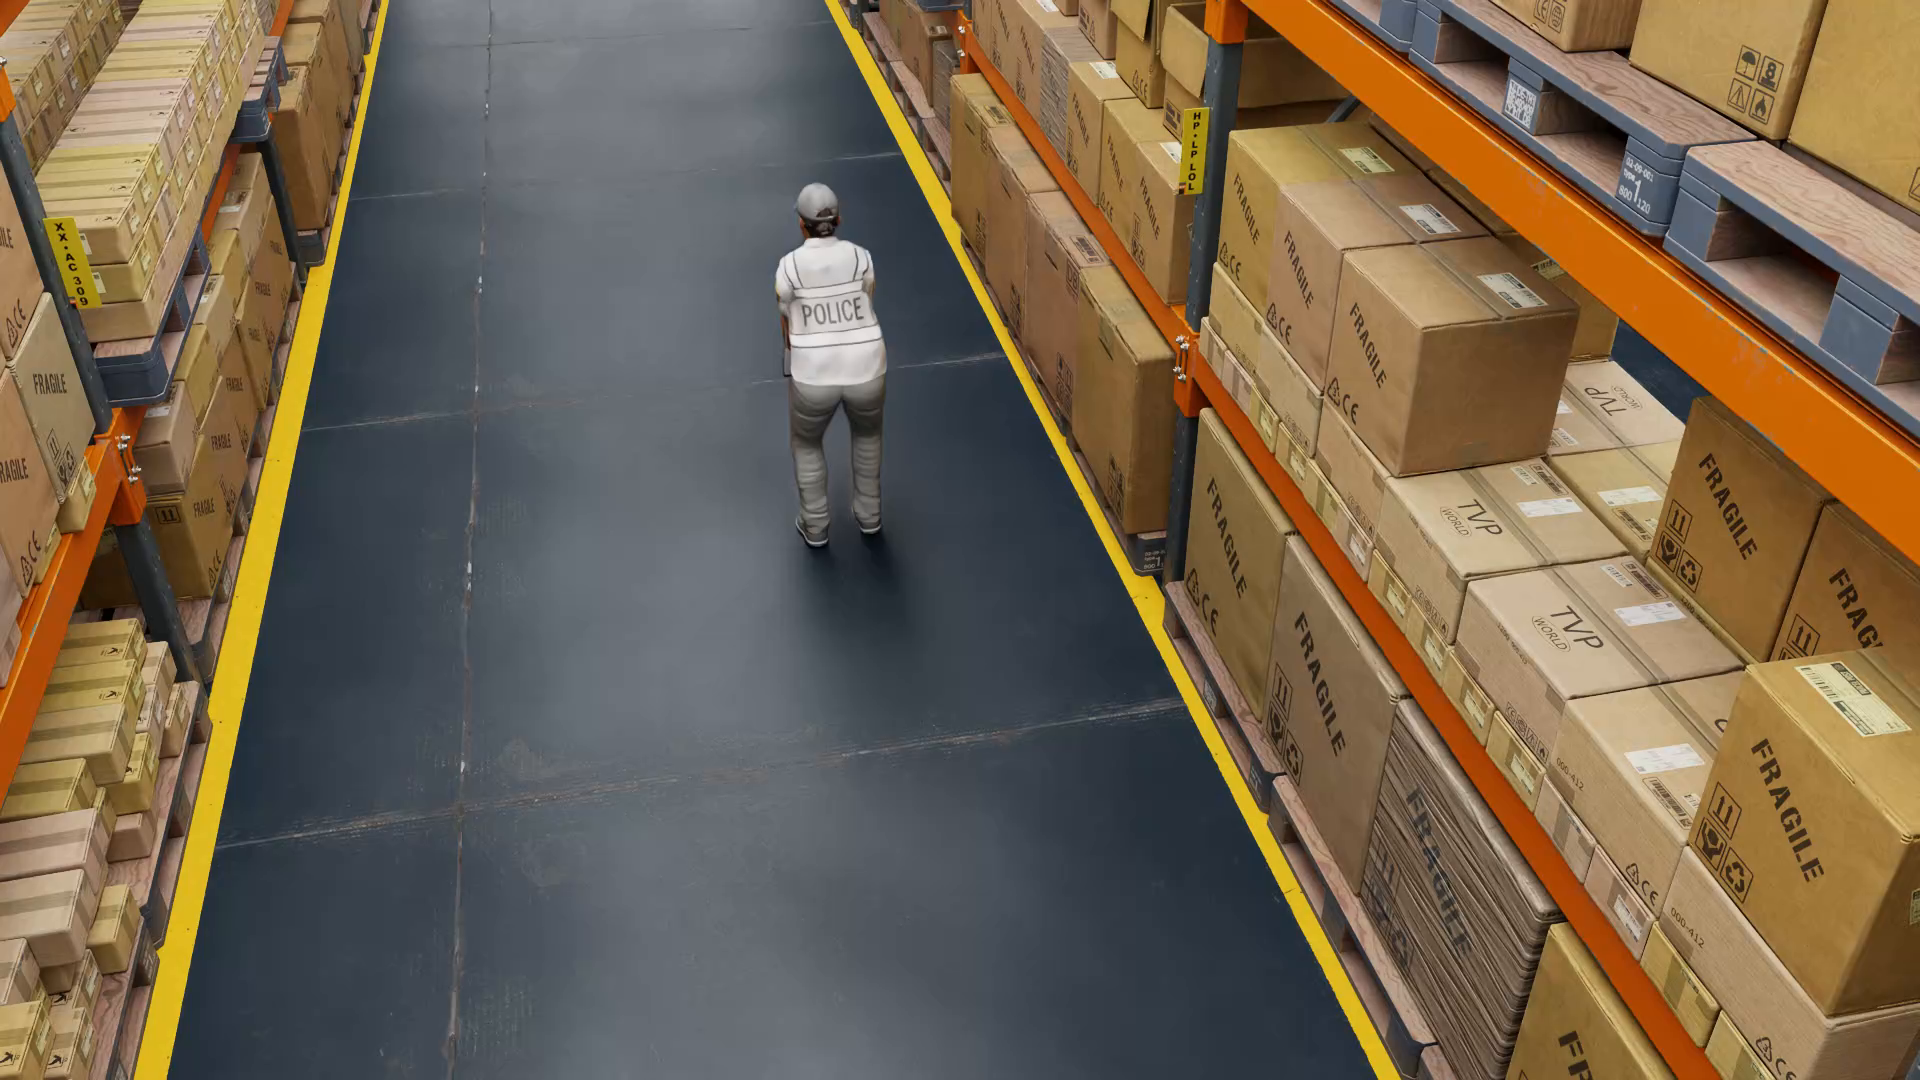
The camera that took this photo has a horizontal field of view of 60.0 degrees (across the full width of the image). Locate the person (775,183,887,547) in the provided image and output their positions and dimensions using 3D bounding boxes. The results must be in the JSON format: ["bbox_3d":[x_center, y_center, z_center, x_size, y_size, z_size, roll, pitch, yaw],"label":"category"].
[{"bbox_3d":[-0.561,-0.747,7.258,0.452,1.638,0.581,-8,35,-11],"label":"person"}]
